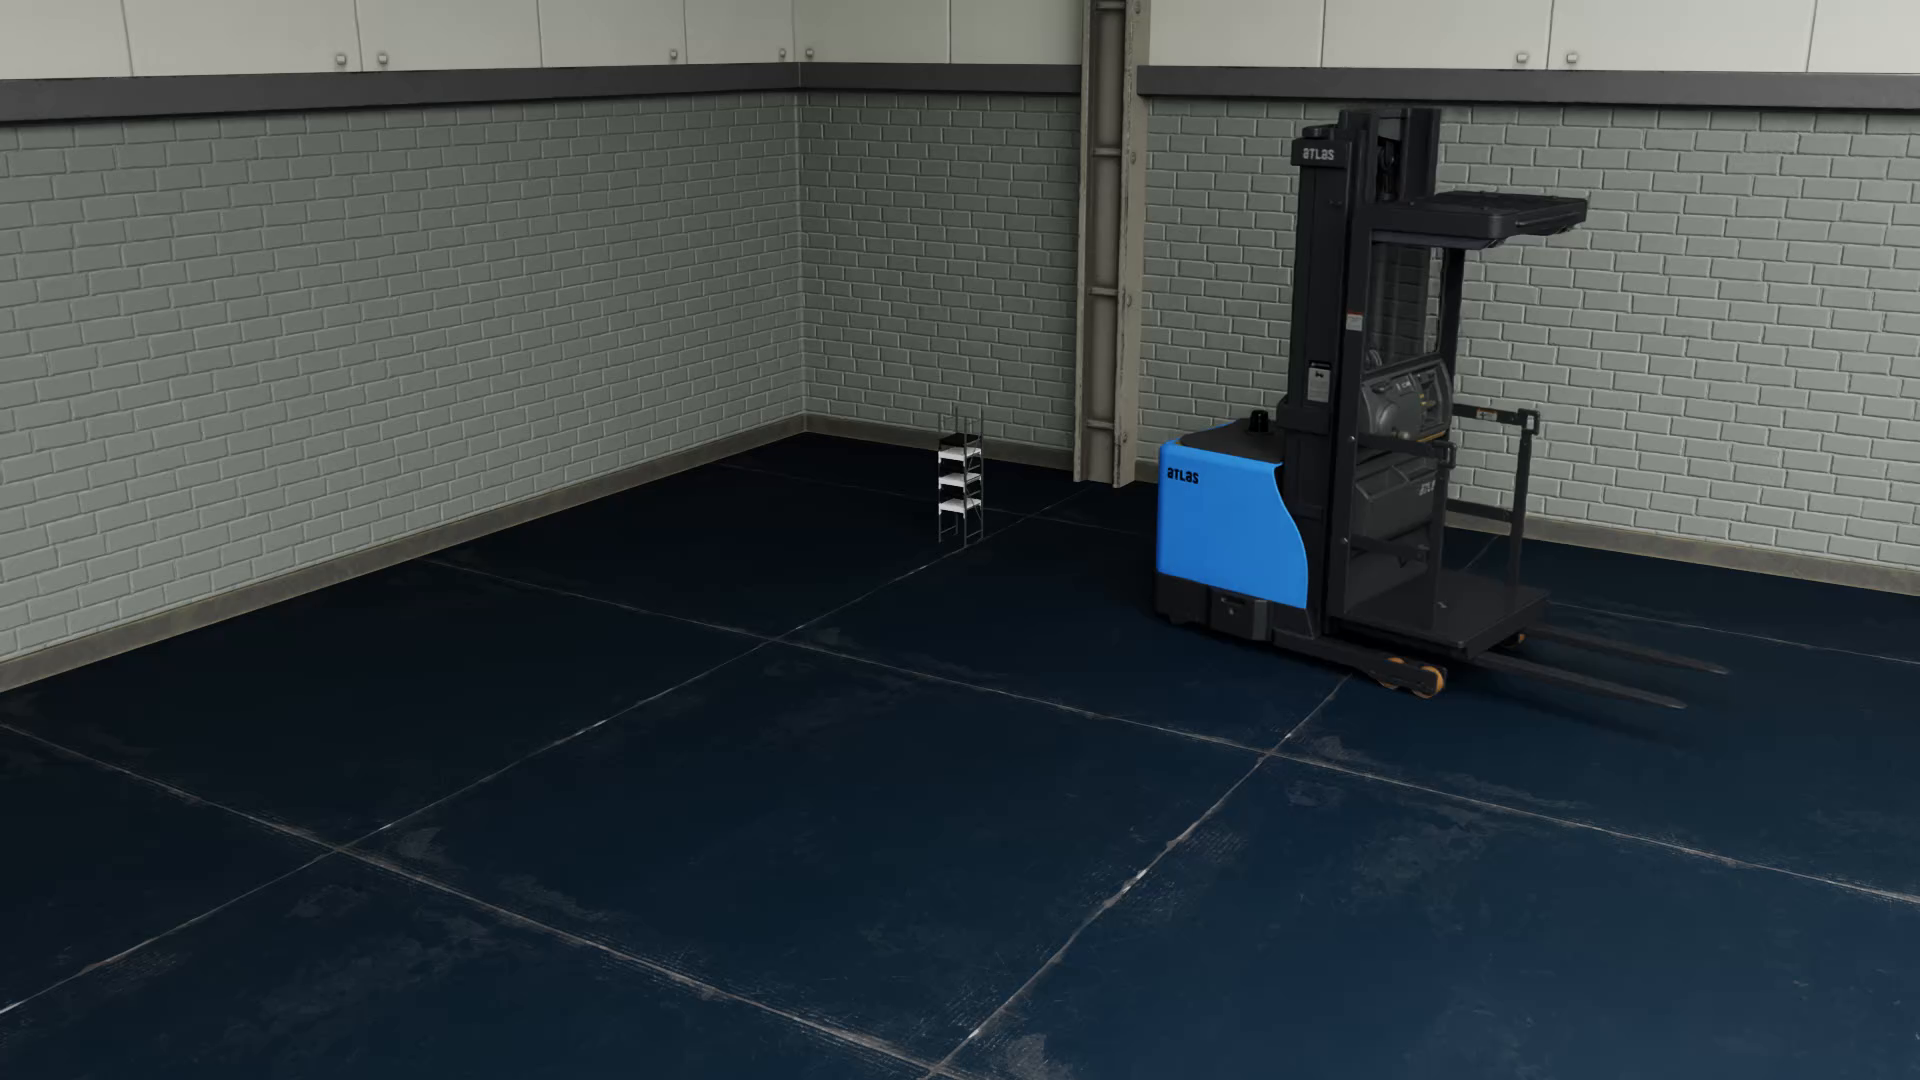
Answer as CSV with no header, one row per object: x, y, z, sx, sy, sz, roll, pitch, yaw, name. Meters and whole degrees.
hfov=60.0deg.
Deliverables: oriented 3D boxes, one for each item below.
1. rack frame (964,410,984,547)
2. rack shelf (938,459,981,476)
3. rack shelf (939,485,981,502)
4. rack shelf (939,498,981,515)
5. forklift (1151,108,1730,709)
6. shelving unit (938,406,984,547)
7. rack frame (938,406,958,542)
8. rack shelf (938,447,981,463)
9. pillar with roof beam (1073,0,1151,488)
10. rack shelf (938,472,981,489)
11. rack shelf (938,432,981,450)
0.094,-0.414,11.195,0.006,0.900,0.240,10,20,30,rack frame
0.007,-0.484,11.230,0.200,0.077,0.258,10,20,30,rack shelf
0.007,-0.311,11.282,0.200,0.077,0.258,10,20,30,rack shelf
0.007,-0.225,11.308,0.200,0.077,0.258,10,20,30,rack shelf
2.559,-0.749,8.806,3.031,2.935,1.130,15,22,40,forklift
0.007,-0.429,11.246,0.210,0.900,0.258,10,20,30,shelving unit
-0.080,-0.445,11.297,0.006,0.900,0.240,10,20,30,rack frame
0.007,-0.570,11.204,0.200,0.077,0.258,10,20,30,rack shelf
-1.131,-3.705,8.094,0.400,9.000,9.100,10,20,30,pillar with roof beam
0.007,-0.397,11.256,0.200,0.077,0.258,10,20,30,rack shelf
0.007,-0.656,11.178,0.200,0.077,0.258,10,20,30,rack shelf
